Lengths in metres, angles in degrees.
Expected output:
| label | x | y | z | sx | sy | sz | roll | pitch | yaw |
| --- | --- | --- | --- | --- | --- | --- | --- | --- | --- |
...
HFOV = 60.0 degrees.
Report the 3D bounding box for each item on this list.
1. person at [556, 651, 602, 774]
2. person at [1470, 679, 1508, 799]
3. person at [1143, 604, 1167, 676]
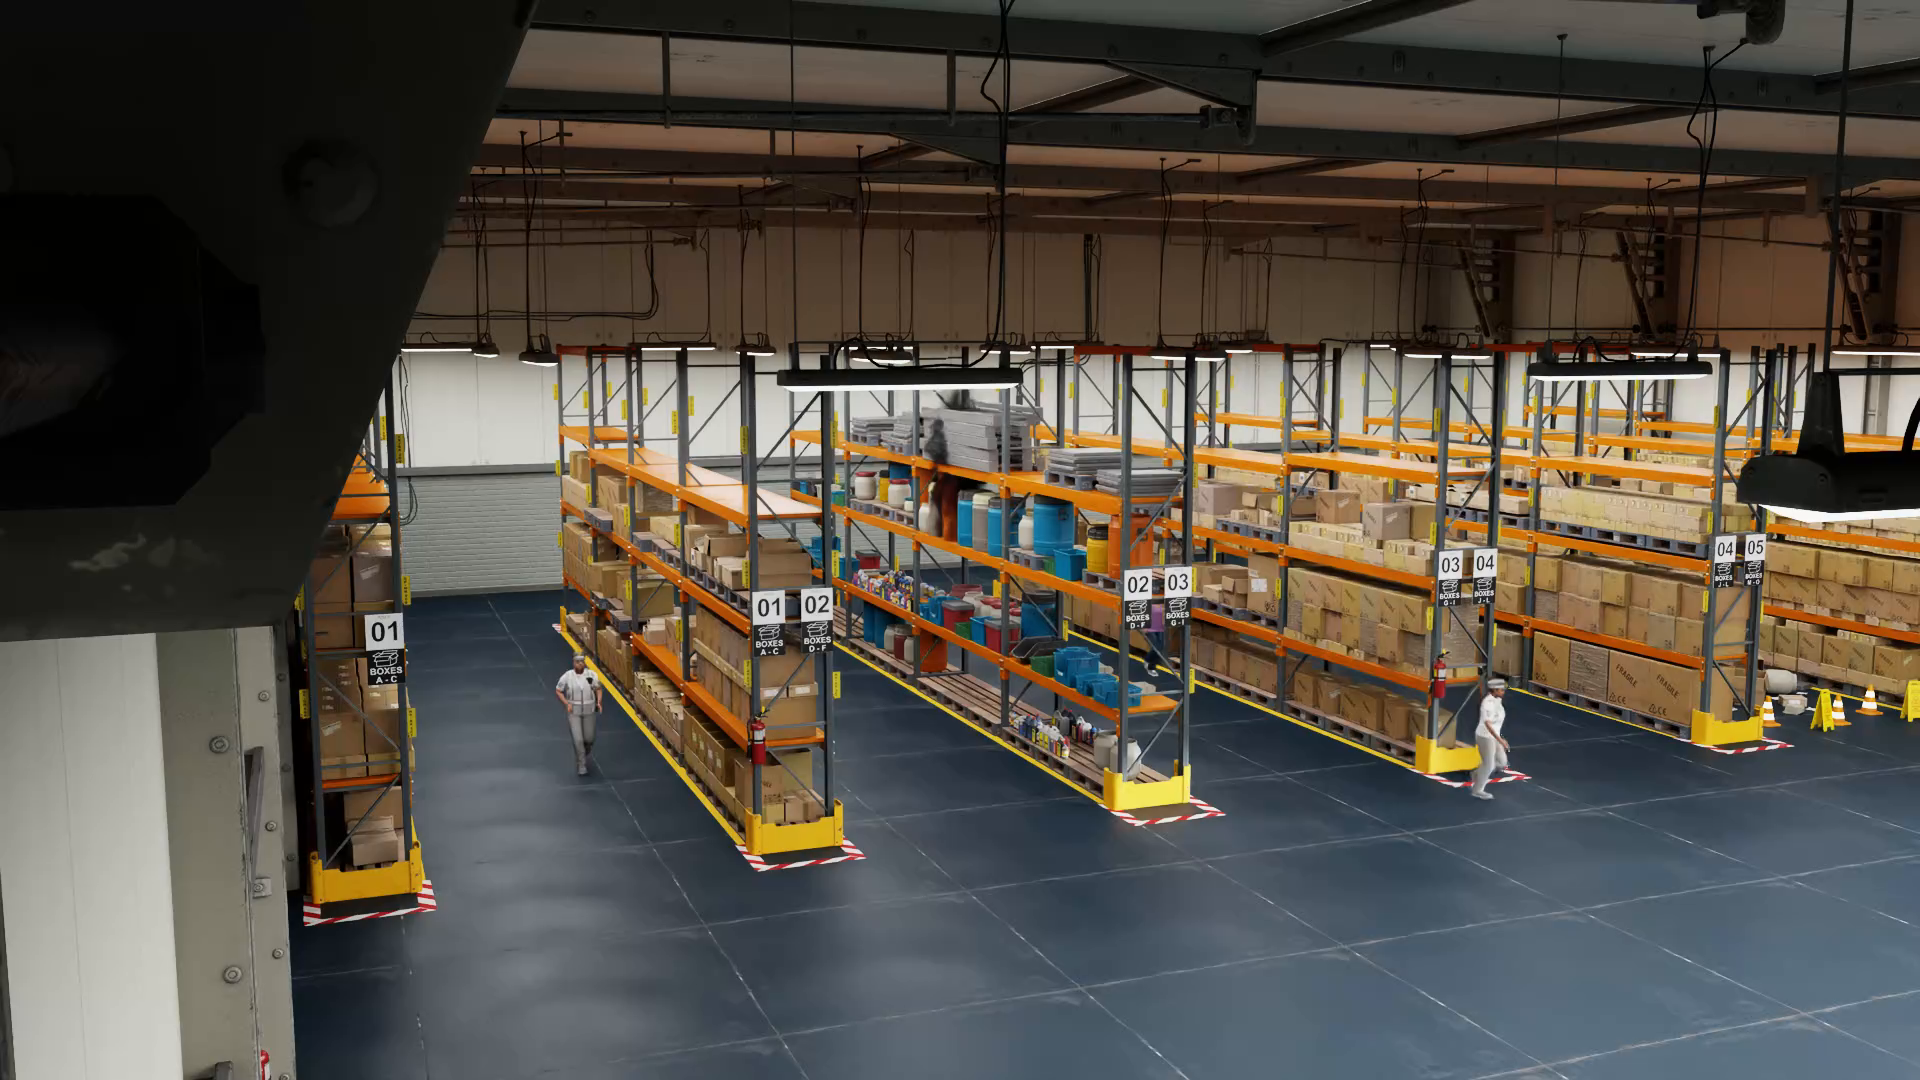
| label | x | y | z | sx | sy | sz | roll | pitch | yaw |
| --- | --- | --- | --- | --- | --- | --- | --- | --- | --- |
| person | -5.469 | 2.450 | 23.935 | 0.664 | 1.744 | 0.632 | -3 | 8 | -20 |
| person | 7.177 | 2.675 | 22.479 | 0.589 | 1.635 | 0.583 | 4 | 9 | 32 |
| person | 3.400 | 1.601 | 28.915 | 0.533 | 1.566 | 0.493 | -4 | 8 | -26 |
